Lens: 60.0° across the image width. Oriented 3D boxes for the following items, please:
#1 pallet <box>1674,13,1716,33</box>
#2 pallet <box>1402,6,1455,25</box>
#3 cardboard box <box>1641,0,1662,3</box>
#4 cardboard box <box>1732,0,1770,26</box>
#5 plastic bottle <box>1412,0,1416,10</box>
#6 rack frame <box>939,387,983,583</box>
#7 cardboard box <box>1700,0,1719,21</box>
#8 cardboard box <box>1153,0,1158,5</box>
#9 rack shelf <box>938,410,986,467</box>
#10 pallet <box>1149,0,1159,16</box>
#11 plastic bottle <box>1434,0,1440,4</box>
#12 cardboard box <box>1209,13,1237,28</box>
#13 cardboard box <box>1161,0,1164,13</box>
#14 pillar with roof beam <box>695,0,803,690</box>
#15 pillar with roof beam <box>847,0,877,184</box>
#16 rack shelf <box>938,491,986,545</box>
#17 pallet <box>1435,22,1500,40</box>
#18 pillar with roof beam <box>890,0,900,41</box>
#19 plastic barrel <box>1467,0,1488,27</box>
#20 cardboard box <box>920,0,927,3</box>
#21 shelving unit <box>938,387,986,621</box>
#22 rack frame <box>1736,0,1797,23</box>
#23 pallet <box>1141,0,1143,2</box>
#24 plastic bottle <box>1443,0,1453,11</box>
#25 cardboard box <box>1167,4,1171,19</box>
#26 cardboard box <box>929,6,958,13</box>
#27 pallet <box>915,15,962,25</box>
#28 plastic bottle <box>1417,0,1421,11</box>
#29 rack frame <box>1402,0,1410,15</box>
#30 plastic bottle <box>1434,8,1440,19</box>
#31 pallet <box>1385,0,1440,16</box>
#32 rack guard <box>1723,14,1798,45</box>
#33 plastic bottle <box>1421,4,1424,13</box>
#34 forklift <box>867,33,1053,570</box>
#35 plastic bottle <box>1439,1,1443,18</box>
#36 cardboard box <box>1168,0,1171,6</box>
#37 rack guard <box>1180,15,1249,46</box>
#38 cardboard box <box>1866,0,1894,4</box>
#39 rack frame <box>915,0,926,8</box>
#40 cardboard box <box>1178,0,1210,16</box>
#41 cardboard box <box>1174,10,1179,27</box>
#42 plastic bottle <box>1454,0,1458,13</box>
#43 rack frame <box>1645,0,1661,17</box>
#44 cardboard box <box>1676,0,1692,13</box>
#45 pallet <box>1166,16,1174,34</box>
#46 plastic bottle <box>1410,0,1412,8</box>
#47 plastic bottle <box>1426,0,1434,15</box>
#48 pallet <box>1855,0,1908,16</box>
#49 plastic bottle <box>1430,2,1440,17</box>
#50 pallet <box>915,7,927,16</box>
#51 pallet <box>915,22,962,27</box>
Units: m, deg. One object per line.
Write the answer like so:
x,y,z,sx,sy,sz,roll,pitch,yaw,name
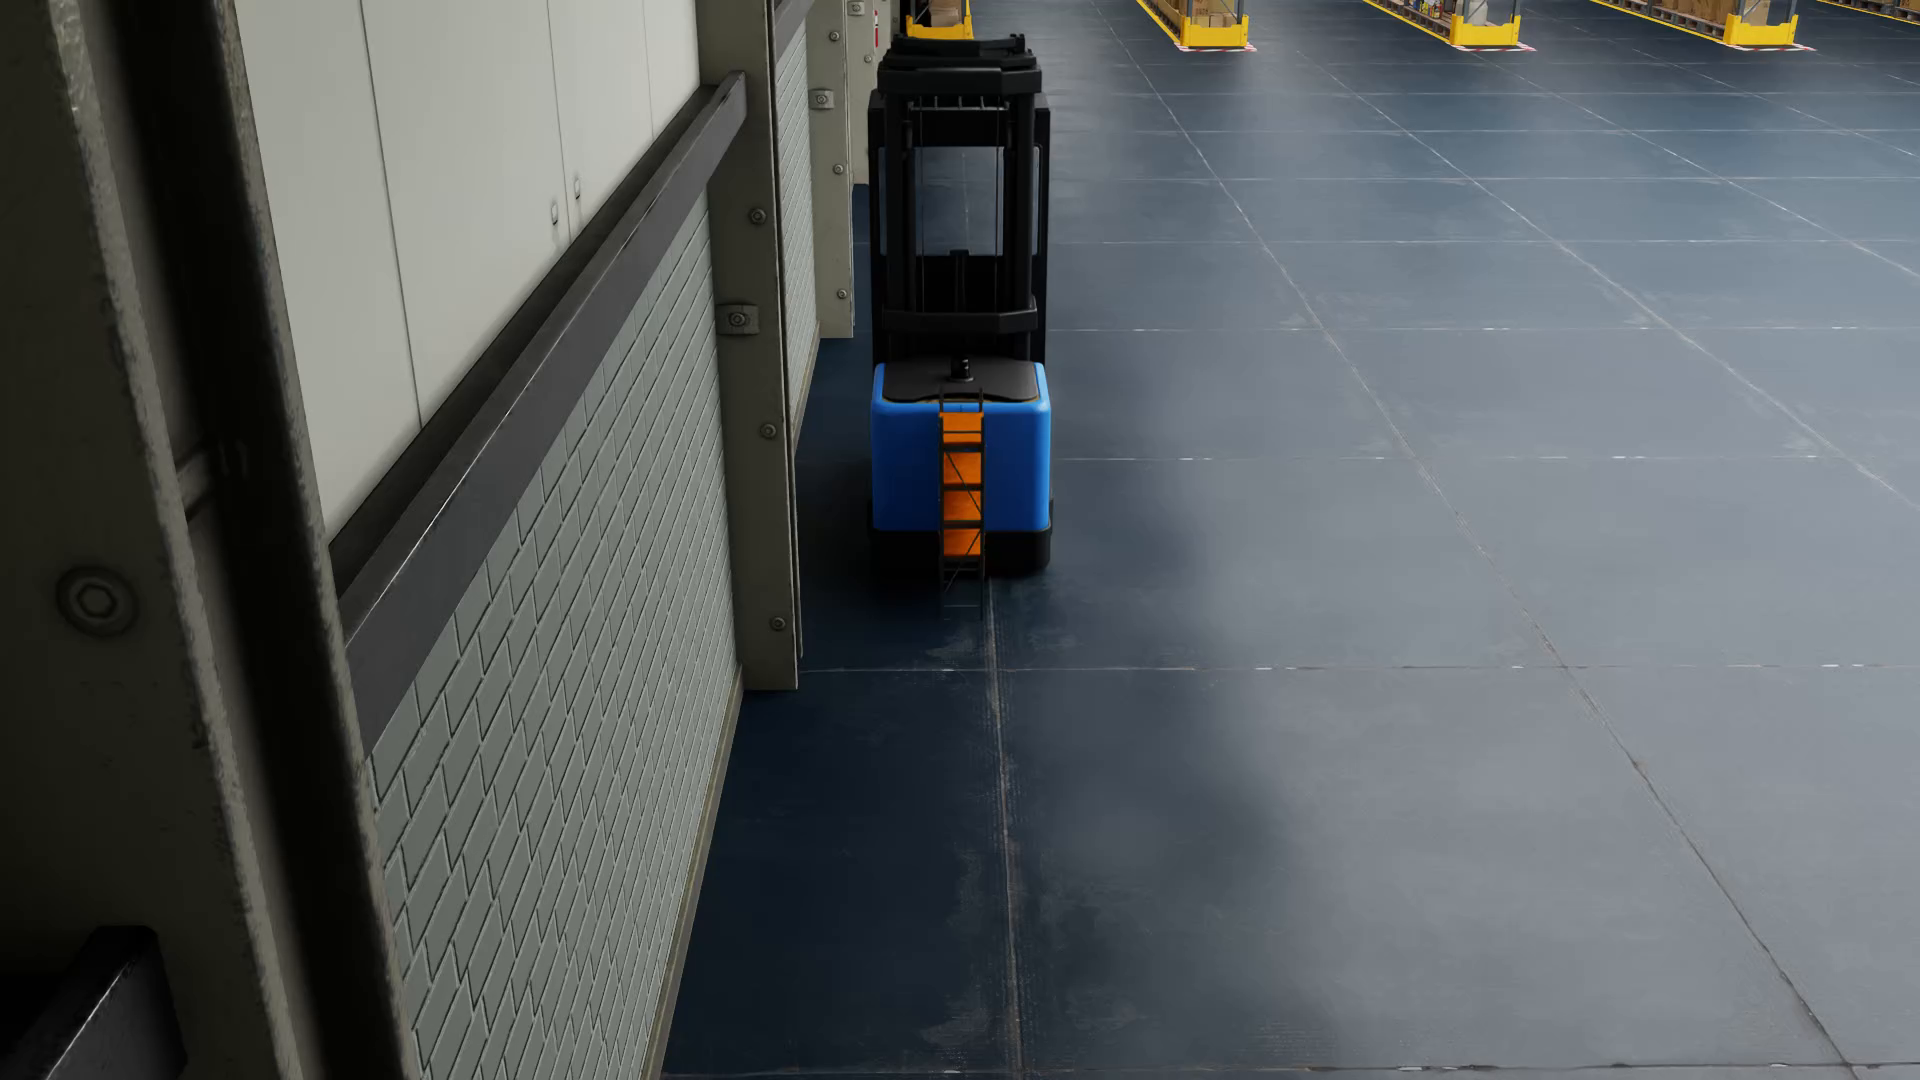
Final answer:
14.489,-9.948,31.989,1.003,0.211,1.213,0,24,-1,pallet
9.443,-10.429,33.053,1.003,0.211,1.213,0,24,-1,pallet
14.445,-11.314,34.124,0.700,0.500,0.500,-2,24,-5,cardboard box
14.484,-9.660,30.493,0.500,0.500,0.500,4,25,9,cardboard box
9.073,-10.670,32.973,0.152,0.276,0.135,1,24,1,plastic bottle
0.006,-0.301,9.459,0.240,1.200,0.015,0,24,-1,rack frame
14.455,-10.165,31.608,0.500,0.500,0.500,2,24,4,cardboard box
4.230,-11.064,33.900,0.500,0.250,0.500,0,24,-1,cardboard box
0.009,-0.558,9.075,0.258,0.148,0.480,0,24,-1,rack shelf
4.477,-10.989,34.291,1.003,0.211,1.213,0,24,-1,pallet
9.226,-10.360,32.287,0.152,0.276,0.135,0,24,-1,plastic bottle
4.784,-9.468,30.372,0.500,0.250,0.500,0,24,-1,cardboard box
4.227,-10.496,32.644,0.500,0.250,0.500,0,24,-1,cardboard box
3.308,-3.432,6.918,9.100,9.000,0.400,0,24,-1,pillar with roof beam
3.178,-8.376,17.851,9.100,9.000,0.400,0,24,-1,pillar with roof beam
0.009,-0.139,9.264,0.258,0.148,0.480,0,24,-1,rack shelf
9.470,-9.424,30.830,1.003,0.211,1.213,0,24,-1,pallet
3.047,-13.321,28.784,9.100,9.000,0.400,0,24,-1,pillar with roof beam
9.437,-9.657,30.472,0.421,0.512,0.421,0,24,0,plastic barrel
-0.454,-11.297,34.087,0.700,0.500,0.500,1,24,1,cardboard box
0.009,-0.200,9.237,0.258,1.200,0.503,0,24,-1,shelving unit
14.474,-10.351,29.496,1.000,3.000,0.127,0,24,-1,rack frame
4.451,-11.994,36.514,1.003,0.211,1.213,0,24,-1,pallet
9.627,-10.582,32.778,0.152,0.276,0.135,0,24,-1,plastic bottle
4.238,-10.084,31.733,0.500,0.250,0.500,0,24,-1,cardboard box
-0.309,-9.780,30.962,0.500,0.311,0.500,2,24,4,cardboard box
-0.370,-9.881,31.841,1.003,0.211,1.213,0,24,-1,pallet
9.073,-10.558,32.635,0.144,0.351,0.185,-1,24,-3,plastic bottle
9.477,-11.977,33.091,1.000,3.000,0.127,0,24,-1,rack frame
9.063,-10.009,31.601,0.097,0.201,0.097,0,24,0,plastic bottle
9.430,-11.030,34.381,1.003,0.211,1.213,0,24,-1,pallet
14.473,-9.243,30.080,1.175,0.500,0.348,0,24,-1,rack guard
9.053,-10.373,32.407,0.097,0.201,0.097,0,24,0,plastic bottle
-0.010,-1.722,10.502,1.130,2.935,3.031,0,24,-1,forklift
9.194,-10.151,31.816,0.061,0.283,0.133,0,24,-1,plastic bottle
4.235,-10.426,31.578,0.500,0.500,0.500,0,24,-1,cardboard box
4.568,-9.159,29.894,1.175,0.500,0.348,0,24,-1,rack guard
19.294,-11.401,34.039,1.050,0.750,0.750,0,24,-1,cardboard box
-0.429,-11.932,32.992,1.000,3.000,0.127,0,24,-1,rack frame
4.265,-9.808,30.212,0.500,0.500,0.500,0,24,-1,cardboard box
4.249,-9.672,30.822,0.500,0.250,0.500,0,24,-1,cardboard box
9.670,-10.396,32.357,0.061,0.283,0.133,0,24,-1,plastic bottle
14.430,-11.999,33.140,1.000,3.000,0.127,0,24,-1,rack frame
14.408,-10.650,32.682,0.500,0.500,0.500,8,25,16,cardboard box
4.507,-9.854,31.780,1.003,0.211,1.213,0,24,-1,pallet
9.044,-10.727,33.190,0.097,0.201,0.097,0,24,0,plastic bottle
9.080,-10.306,32.078,0.144,0.351,0.185,1,24,2,plastic bottle
19.307,-11.027,34.374,1.003,0.211,1.213,0,24,-1,pallet
9.087,-10.147,31.816,0.152,0.276,0.135,0,24,0,plastic bottle
-0.386,-10.385,32.956,1.003,0.211,1.213,0,24,-1,pallet
-0.360,-9.380,30.732,1.003,0.211,1.213,0,24,-1,pallet
